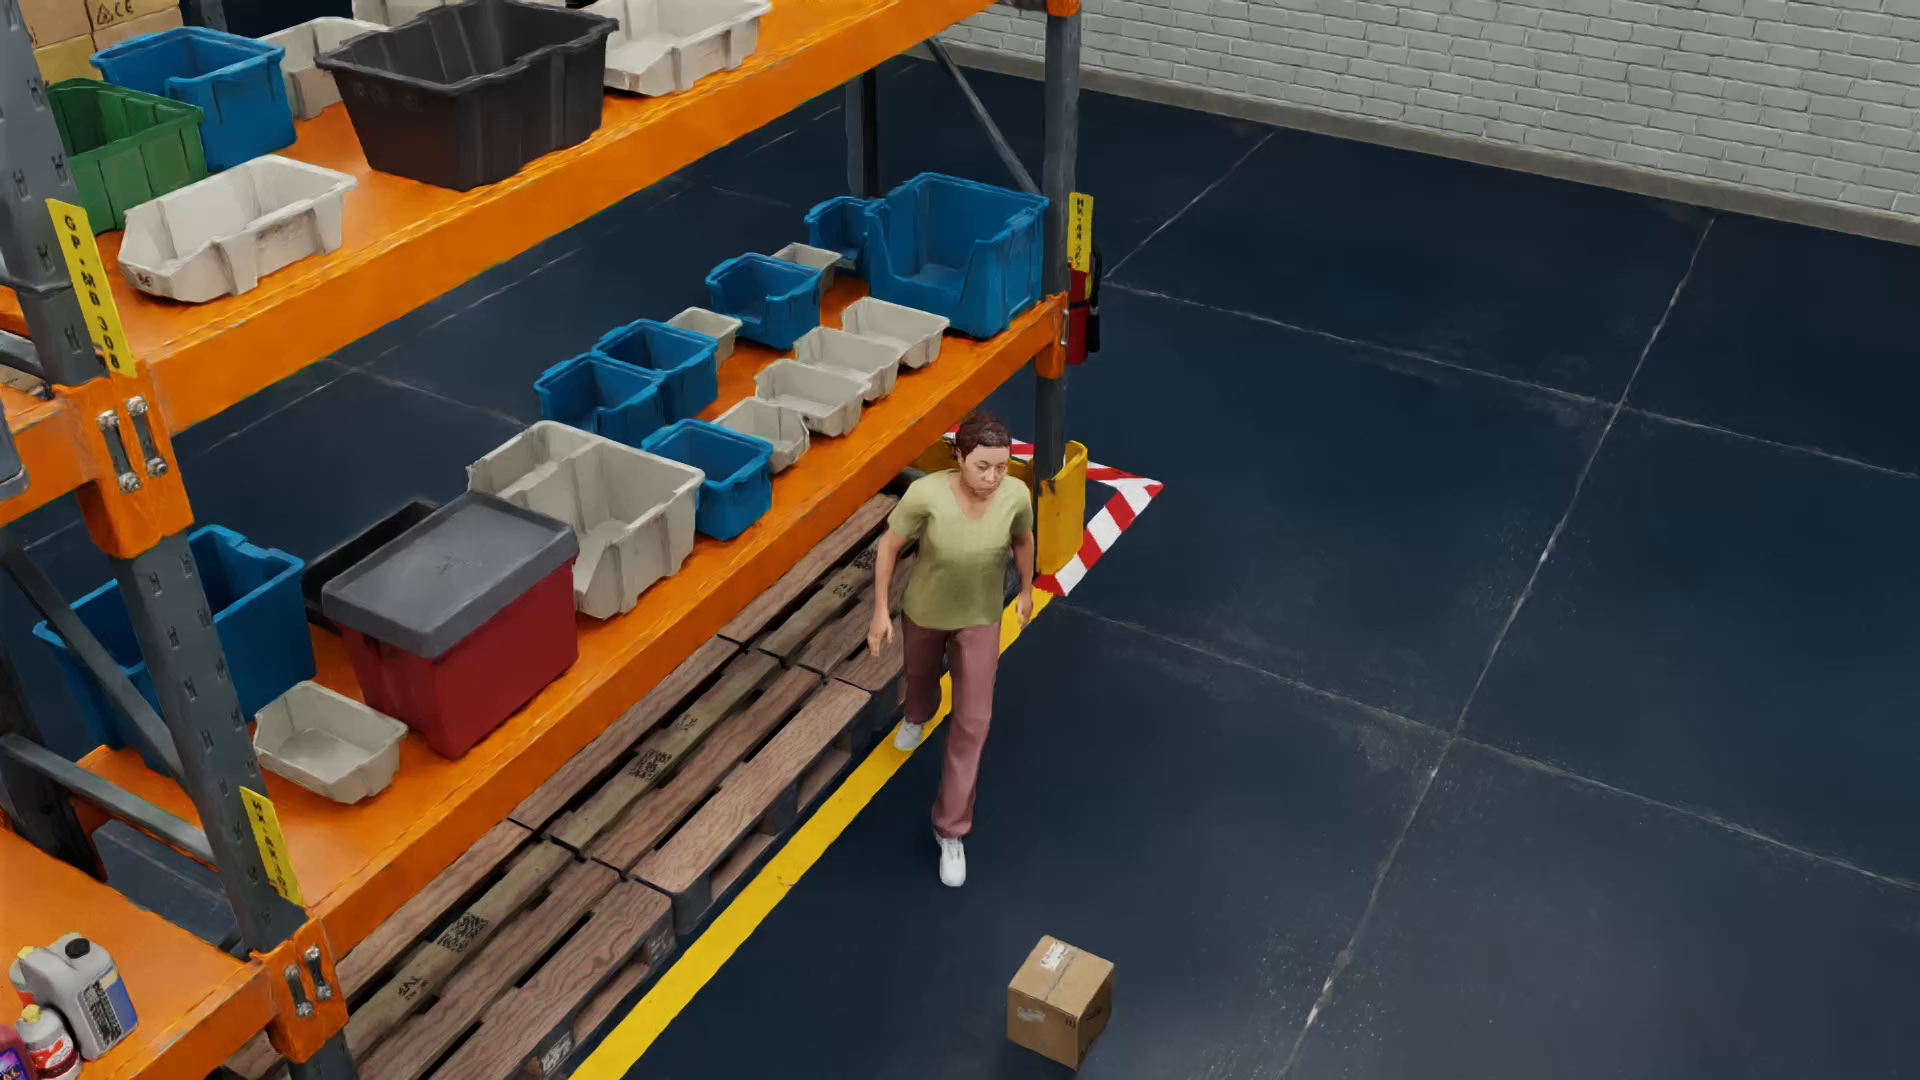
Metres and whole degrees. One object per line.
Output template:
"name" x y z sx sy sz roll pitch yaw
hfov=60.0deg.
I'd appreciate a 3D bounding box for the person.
"person" -0.029 0.288 5.757 0.569 1.622 0.963 1 34 1
